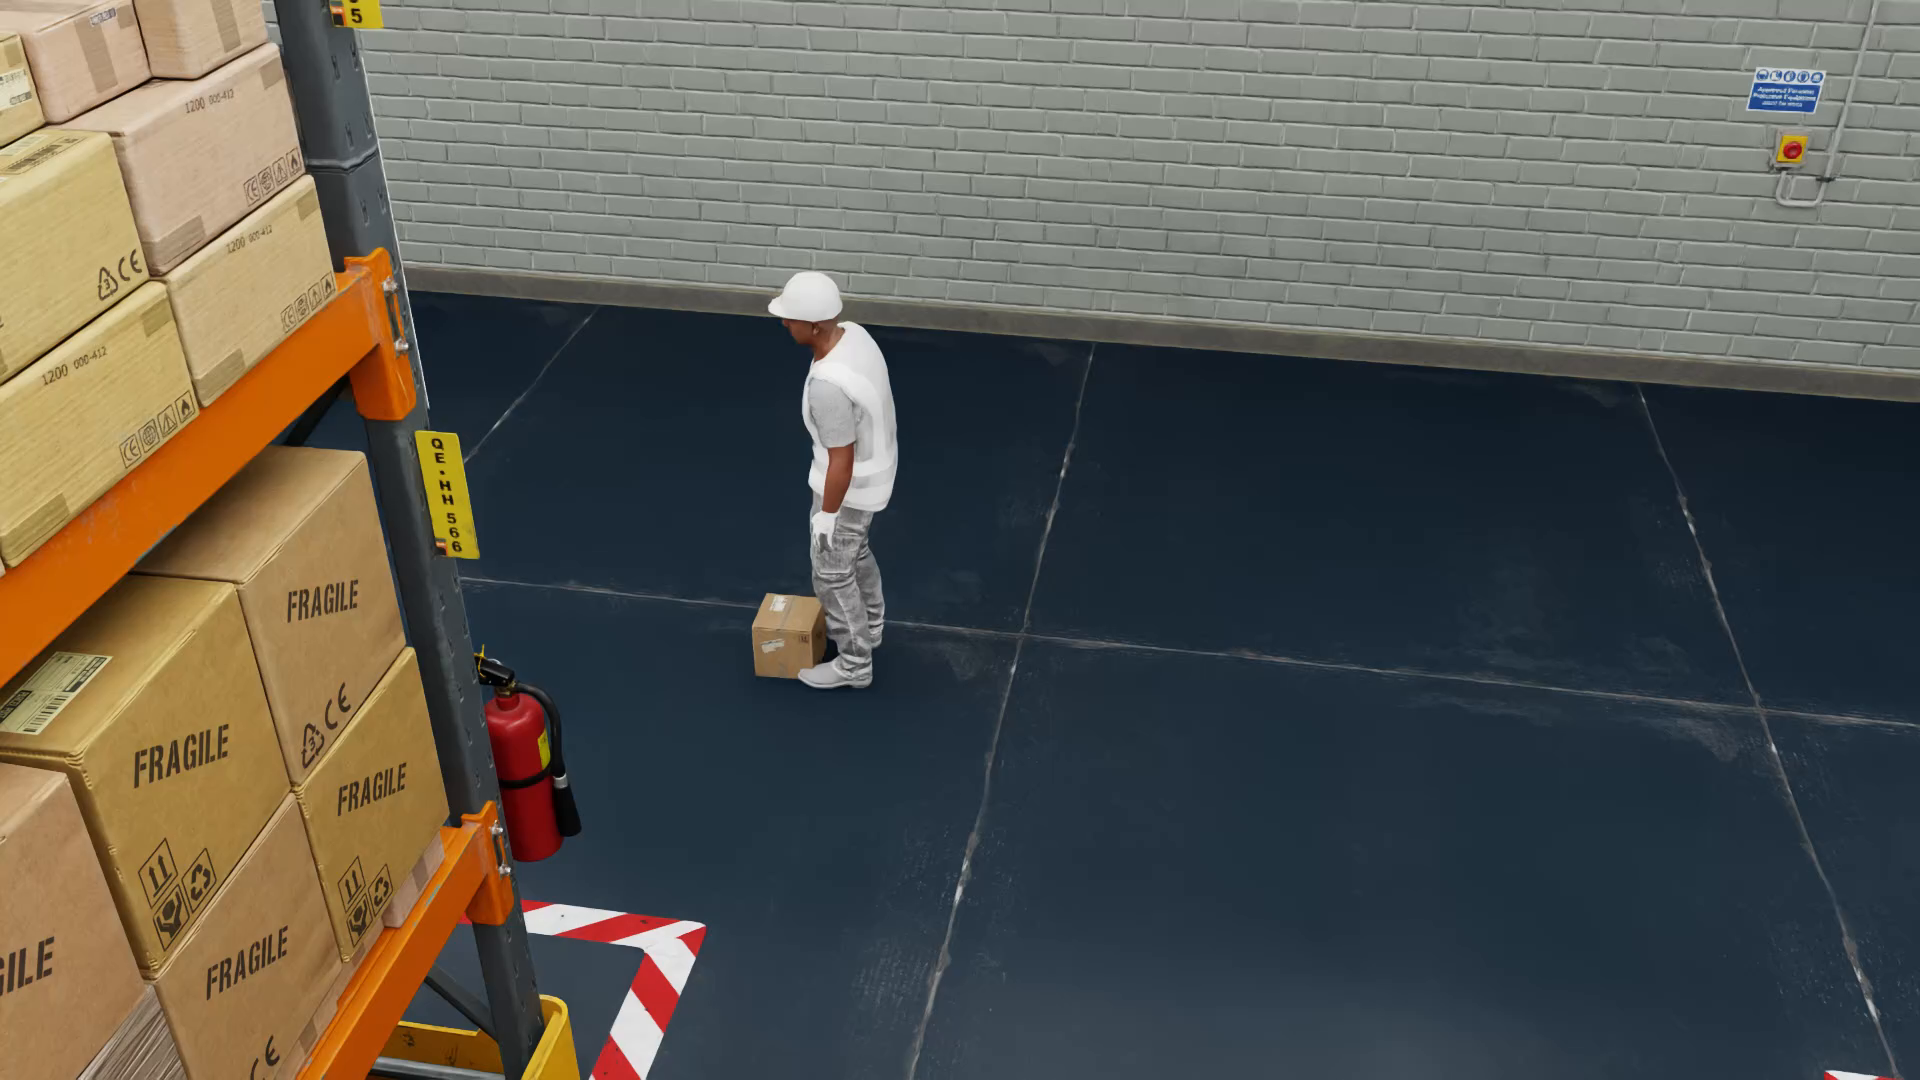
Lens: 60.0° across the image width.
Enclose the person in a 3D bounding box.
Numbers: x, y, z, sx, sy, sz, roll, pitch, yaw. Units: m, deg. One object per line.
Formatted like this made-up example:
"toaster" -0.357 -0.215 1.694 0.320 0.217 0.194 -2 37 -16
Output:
"person" -0.471 -0.225 6.486 0.452 1.772 0.617 4 32 6
